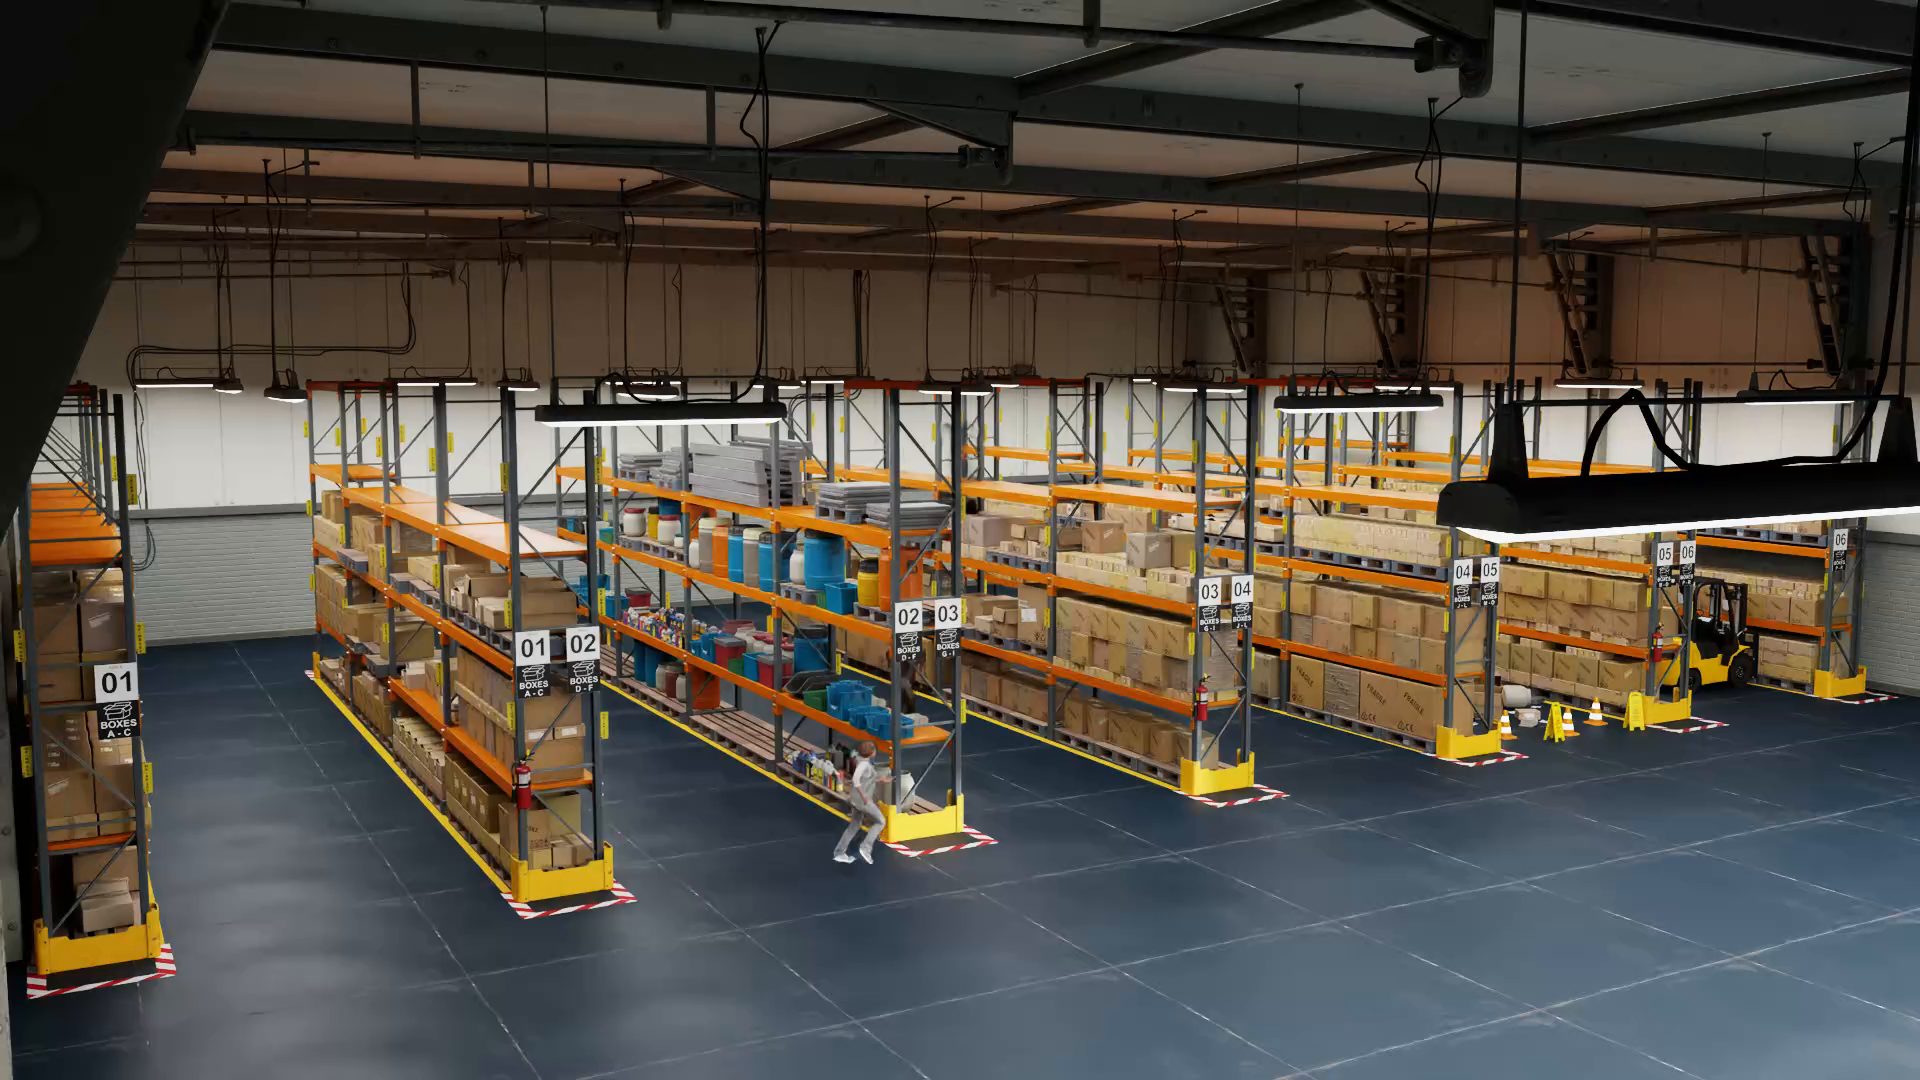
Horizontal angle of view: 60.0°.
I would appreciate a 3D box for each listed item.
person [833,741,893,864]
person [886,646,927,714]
[{"bbox_3d":[-1.201,3.320,20.932,0.798,1.587,0.569,-2,6,-16],"label":"person"},{"bbox_3d":[-0.993,2.459,28.797,0.752,1.744,1.044,-4,7,-36],"label":"person"}]
